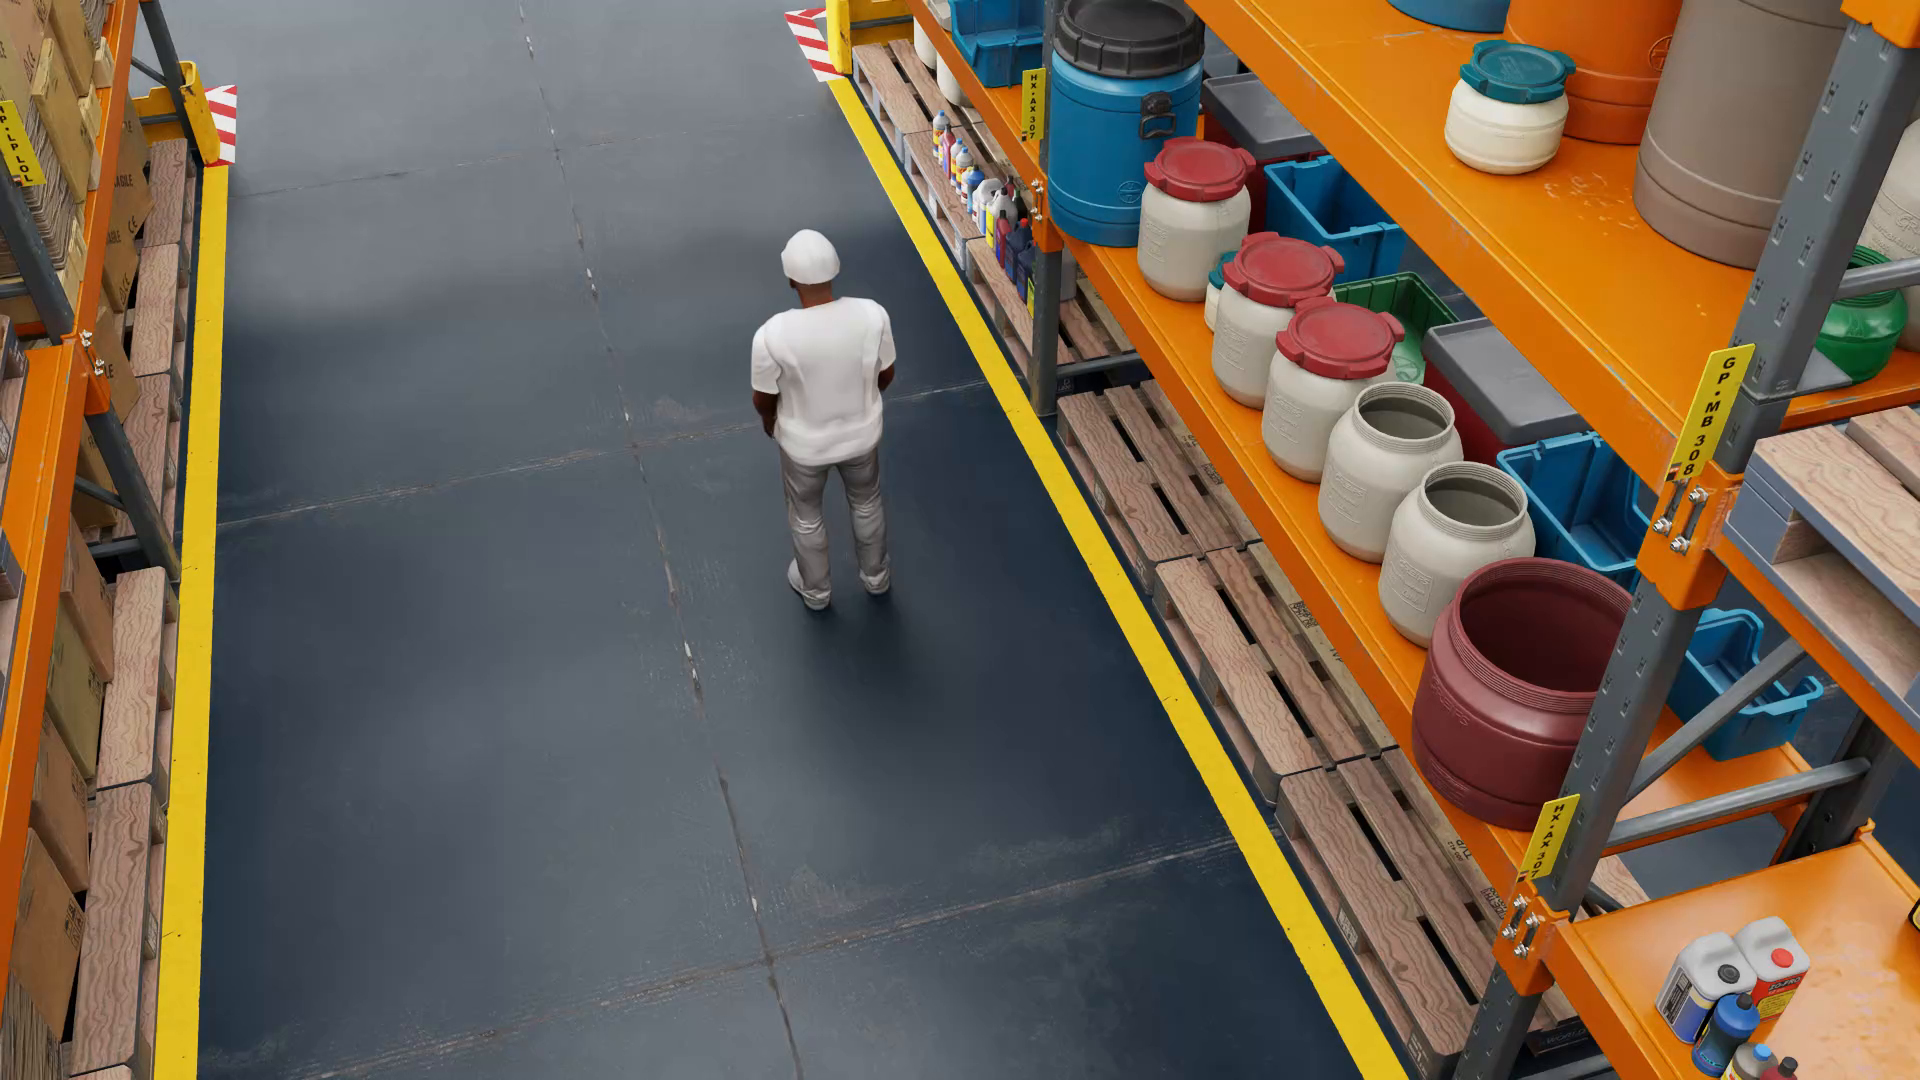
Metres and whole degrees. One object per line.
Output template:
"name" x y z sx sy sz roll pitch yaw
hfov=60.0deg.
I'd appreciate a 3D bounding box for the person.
"person" -0.535 -0.450 6.644 0.577 1.764 0.446 -13 44 -14
